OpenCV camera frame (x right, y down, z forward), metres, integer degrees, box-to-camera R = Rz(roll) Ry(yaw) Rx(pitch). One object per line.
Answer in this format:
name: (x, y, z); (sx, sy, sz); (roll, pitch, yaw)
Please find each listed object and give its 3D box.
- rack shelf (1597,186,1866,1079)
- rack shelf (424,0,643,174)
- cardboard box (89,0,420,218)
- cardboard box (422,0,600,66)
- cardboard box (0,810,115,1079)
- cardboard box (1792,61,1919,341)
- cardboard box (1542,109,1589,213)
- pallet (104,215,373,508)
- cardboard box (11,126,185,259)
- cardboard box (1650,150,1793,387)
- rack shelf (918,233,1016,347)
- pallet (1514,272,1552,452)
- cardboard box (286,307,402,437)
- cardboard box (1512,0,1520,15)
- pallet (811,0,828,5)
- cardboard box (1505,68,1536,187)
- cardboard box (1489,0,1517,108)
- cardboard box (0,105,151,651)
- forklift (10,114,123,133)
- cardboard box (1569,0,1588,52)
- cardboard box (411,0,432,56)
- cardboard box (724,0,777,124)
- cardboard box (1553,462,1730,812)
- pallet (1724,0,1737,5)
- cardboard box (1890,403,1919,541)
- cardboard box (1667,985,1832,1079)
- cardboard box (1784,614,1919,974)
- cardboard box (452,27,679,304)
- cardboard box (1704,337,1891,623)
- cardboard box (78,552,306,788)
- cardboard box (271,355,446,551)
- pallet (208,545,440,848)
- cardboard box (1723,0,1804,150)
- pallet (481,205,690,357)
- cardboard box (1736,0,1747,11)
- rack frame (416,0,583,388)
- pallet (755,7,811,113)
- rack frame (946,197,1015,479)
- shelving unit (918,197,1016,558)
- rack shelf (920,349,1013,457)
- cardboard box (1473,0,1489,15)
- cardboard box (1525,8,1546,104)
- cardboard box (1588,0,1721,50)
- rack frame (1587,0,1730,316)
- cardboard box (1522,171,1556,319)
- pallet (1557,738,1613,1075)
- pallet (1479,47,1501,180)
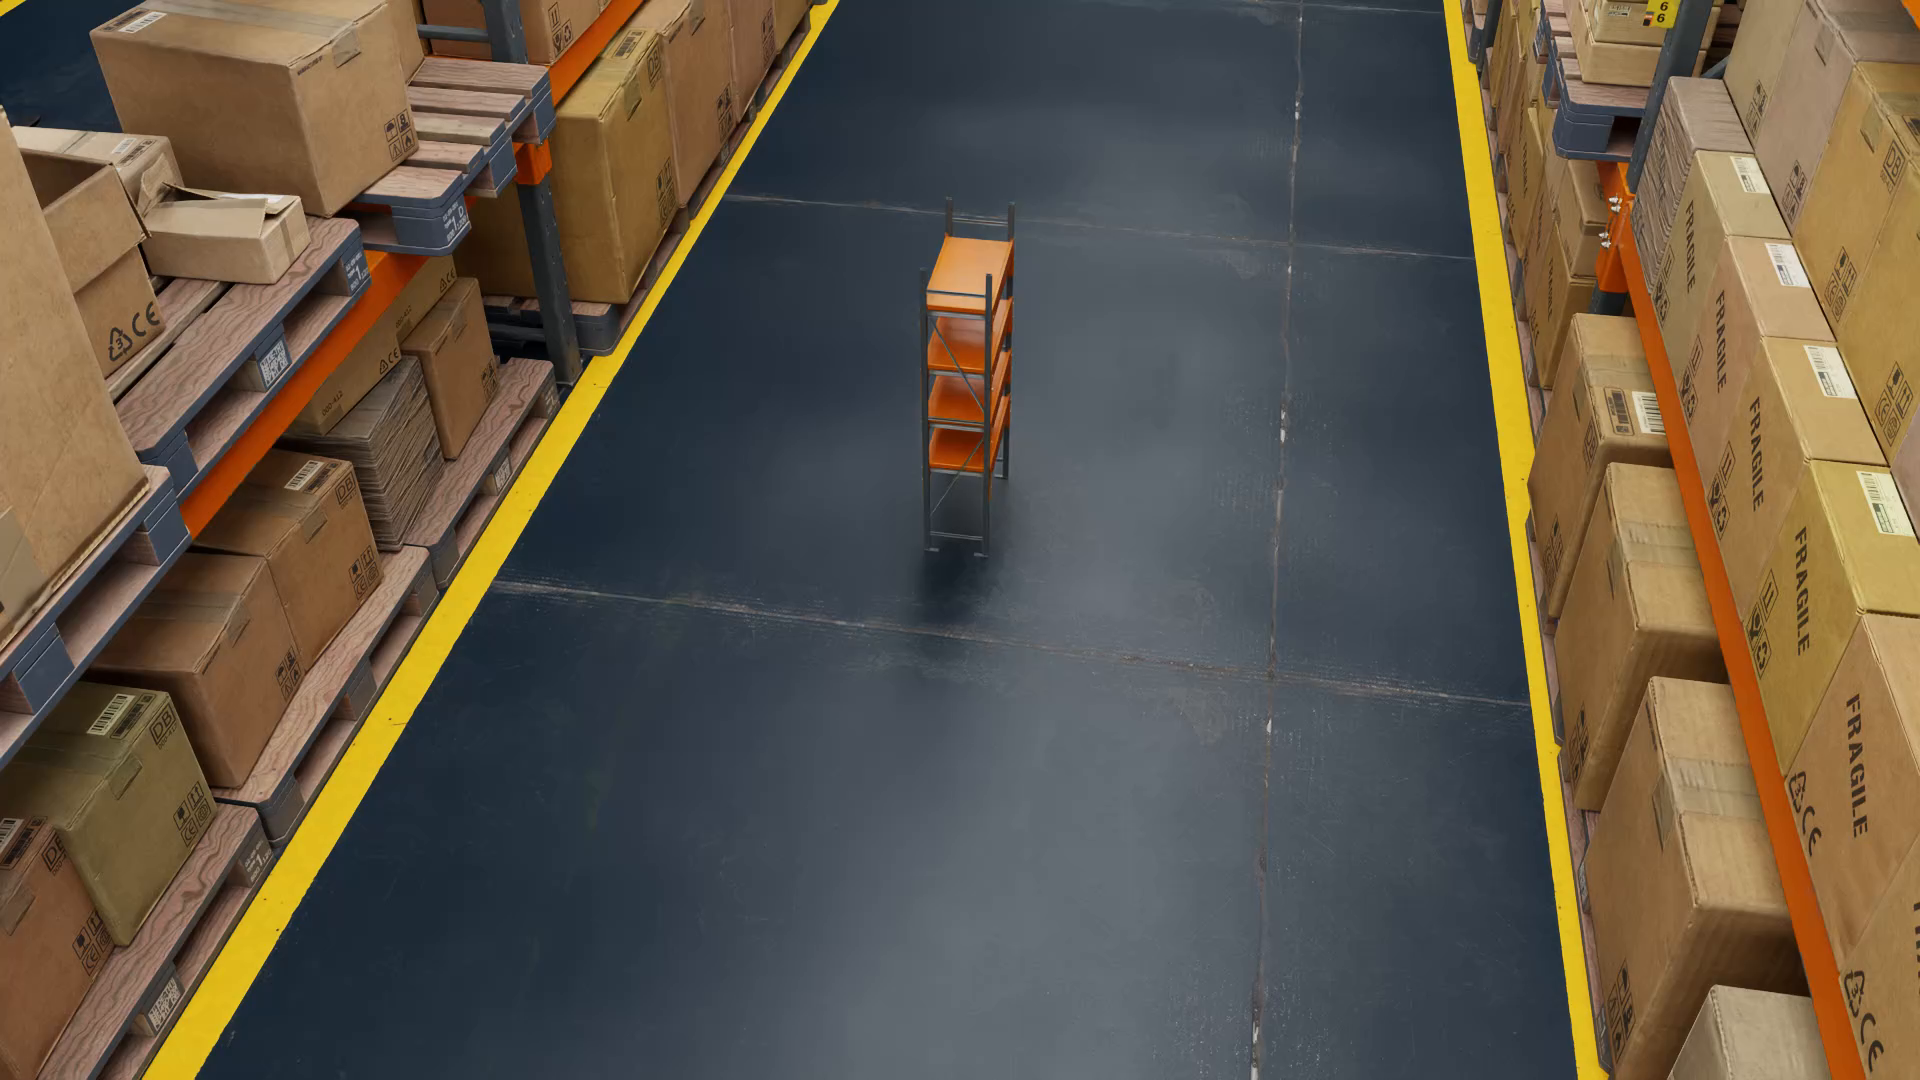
rack shelf: (2.405, 0.250, 4.159); (1.077, 0.370, 4.000); (6, 40, 8)
rack shelf: (-1.770, -2.871, 7.933); (1.077, 0.370, 4.000); (6, 40, 8)
cardboard box: (-2.168, -1.389, 5.168); (0.700, 0.500, 0.500); (12, 41, 14)
cardboard box: (-1.764, -2.207, 6.487); (0.500, 0.500, 0.500); (8, 40, 9)
cardboard box: (-2.681, 1.028, 4.269); (0.700, 0.500, 0.500); (4, 40, 4)
cardboard box: (2.491, -0.786, 3.984); (0.700, 0.500, 0.500); (6, 40, 7)
cardboard box: (2.688, -1.547, 6.810); (0.500, 0.250, 0.500); (7, 40, 8)
pallet: (-2.419, -0.572, 4.739); (1.003, 0.211, 1.213); (6, 40, 8)
cardboard box: (-2.633, -0.971, 4.858); (0.500, 0.250, 0.500); (5, 40, 6)
cardboard box: (2.323, -0.750, 4.725); (0.500, 0.500, 0.500); (6, 40, 7)
rack shelf: (0.029, -0.869, 5.743); (0.258, 0.148, 0.480); (6, 40, 8)
pallet: (2.888, -0.698, 6.929); (1.003, 0.211, 1.213); (6, 40, 8)
cardboard box: (-2.284, -0.631, 5.687); (0.500, 0.250, 0.500); (11, 41, 13)
cardboard box: (3.055, -2.846, 8.382); (0.500, 0.250, 0.500); (5, 40, 6)
pallet: (-1.215, -3.797, 10.677); (1.003, 0.211, 1.213); (6, 40, 8)
cardboard box: (2.887, -1.895, 7.820); (0.500, 0.500, 0.500); (7, 40, 8)
cardboard box: (3.054, -2.557, 8.621); (0.500, 0.500, 0.500); (8, 40, 9)
cardboard box: (-2.533, -0.259, 3.409); (1.000, 1.000, 1.000); (7, 40, 8)
forklift: (-4.667, -2.164, 6.567); (1.130, 2.935, 3.031); (5, 40, 6)
cardboard box: (2.429, -1.864, 6.018); (0.380, 0.149, 0.250); (6, 40, 8)
cardboard box: (-2.275, -2.269, 6.562); (0.500, 0.500, 0.500); (8, 40, 9)
cardboard box: (-1.669, -2.782, 8.598); (1.225, 0.875, 0.875); (5, 40, 6)
cardboard box: (2.409, 0.344, 4.916); (1.050, 0.750, 0.750); (7, 40, 8)
pallet: (3.054, -2.456, 7.017); (1.003, 0.211, 1.213); (6, 40, 8)
cardboard box: (2.314, -0.149, 3.213); (0.700, 0.500, 0.500); (7, 40, 8)
cardboard box: (2.078, 1.533, 3.478); (1.050, 0.750, 0.750); (6, 40, 7)
cardboard box: (1.974, 0.515, 3.195); (0.500, 0.500, 0.500); (6, 40, 7)
cardboard box: (-1.976, -1.667, 7.250); (1.225, 0.875, 0.875); (5, 40, 6)
cardboard box: (2.146, -0.121, 3.964); (0.500, 0.500, 0.500); (6, 40, 7)
cardboard box: (-2.484, 0.380, 5.053); (0.700, 0.500, 0.500); (3, 40, 4)
cardboard box: (-2.296, -0.327, 5.908); (0.700, 0.500, 0.500); (3, 40, 4)
pallet: (-2.466, 0.435, 5.558); (1.003, 0.211, 1.213); (6, 40, 8)
cardboard box: (2.664, -1.426, 4.758); (0.700, 0.500, 0.500); (6, 40, 7)
pallet: (-1.906, -1.305, 7.663); (1.003, 0.211, 1.213); (6, 40, 8)
cardboard box: (3.166, -2.114, 6.320); (0.380, 0.149, 0.250); (8, 40, 10)
rack frame: (-2.116, -1.893, 6.186); (1.000, 3.000, 0.127); (6, 40, 8)
pallet: (-1.483, -2.836, 9.515); (1.003, 0.211, 1.213); (6, 40, 8)
rack frame: (0.071, -0.719, 6.179); (0.240, 1.200, 0.015); (6, 40, 8)
shelving unit: (0.029, -0.566, 5.993); (0.258, 1.200, 0.503); (6, 40, 8)
rack shelf: (0.029, -0.514, 6.036); (0.258, 0.148, 0.480); (6, 40, 8)
cardboard box: (3.176, -3.140, 9.602); (0.380, 0.149, 0.250); (7, 40, 8)
cardboard box: (2.873, -2.192, 7.591); (0.500, 0.250, 0.500); (8, 40, 9)
cardboard box: (2.388, -1.823, 5.735); (0.380, 0.149, 0.250); (7, 40, 9)
rack frame: (2.751, -1.283, 5.448); (1.000, 3.000, 0.127); (6, 40, 8)
cardboard box: (2.701, -1.249, 7.038); (0.500, 0.500, 0.500); (8, 40, 9)
pallet: (2.327, 1.042, 4.824); (1.003, 0.211, 1.213); (6, 40, 8)
pallet: (3.310, -2.230, 8.781); (1.003, 0.211, 1.213); (6, 40, 8)
